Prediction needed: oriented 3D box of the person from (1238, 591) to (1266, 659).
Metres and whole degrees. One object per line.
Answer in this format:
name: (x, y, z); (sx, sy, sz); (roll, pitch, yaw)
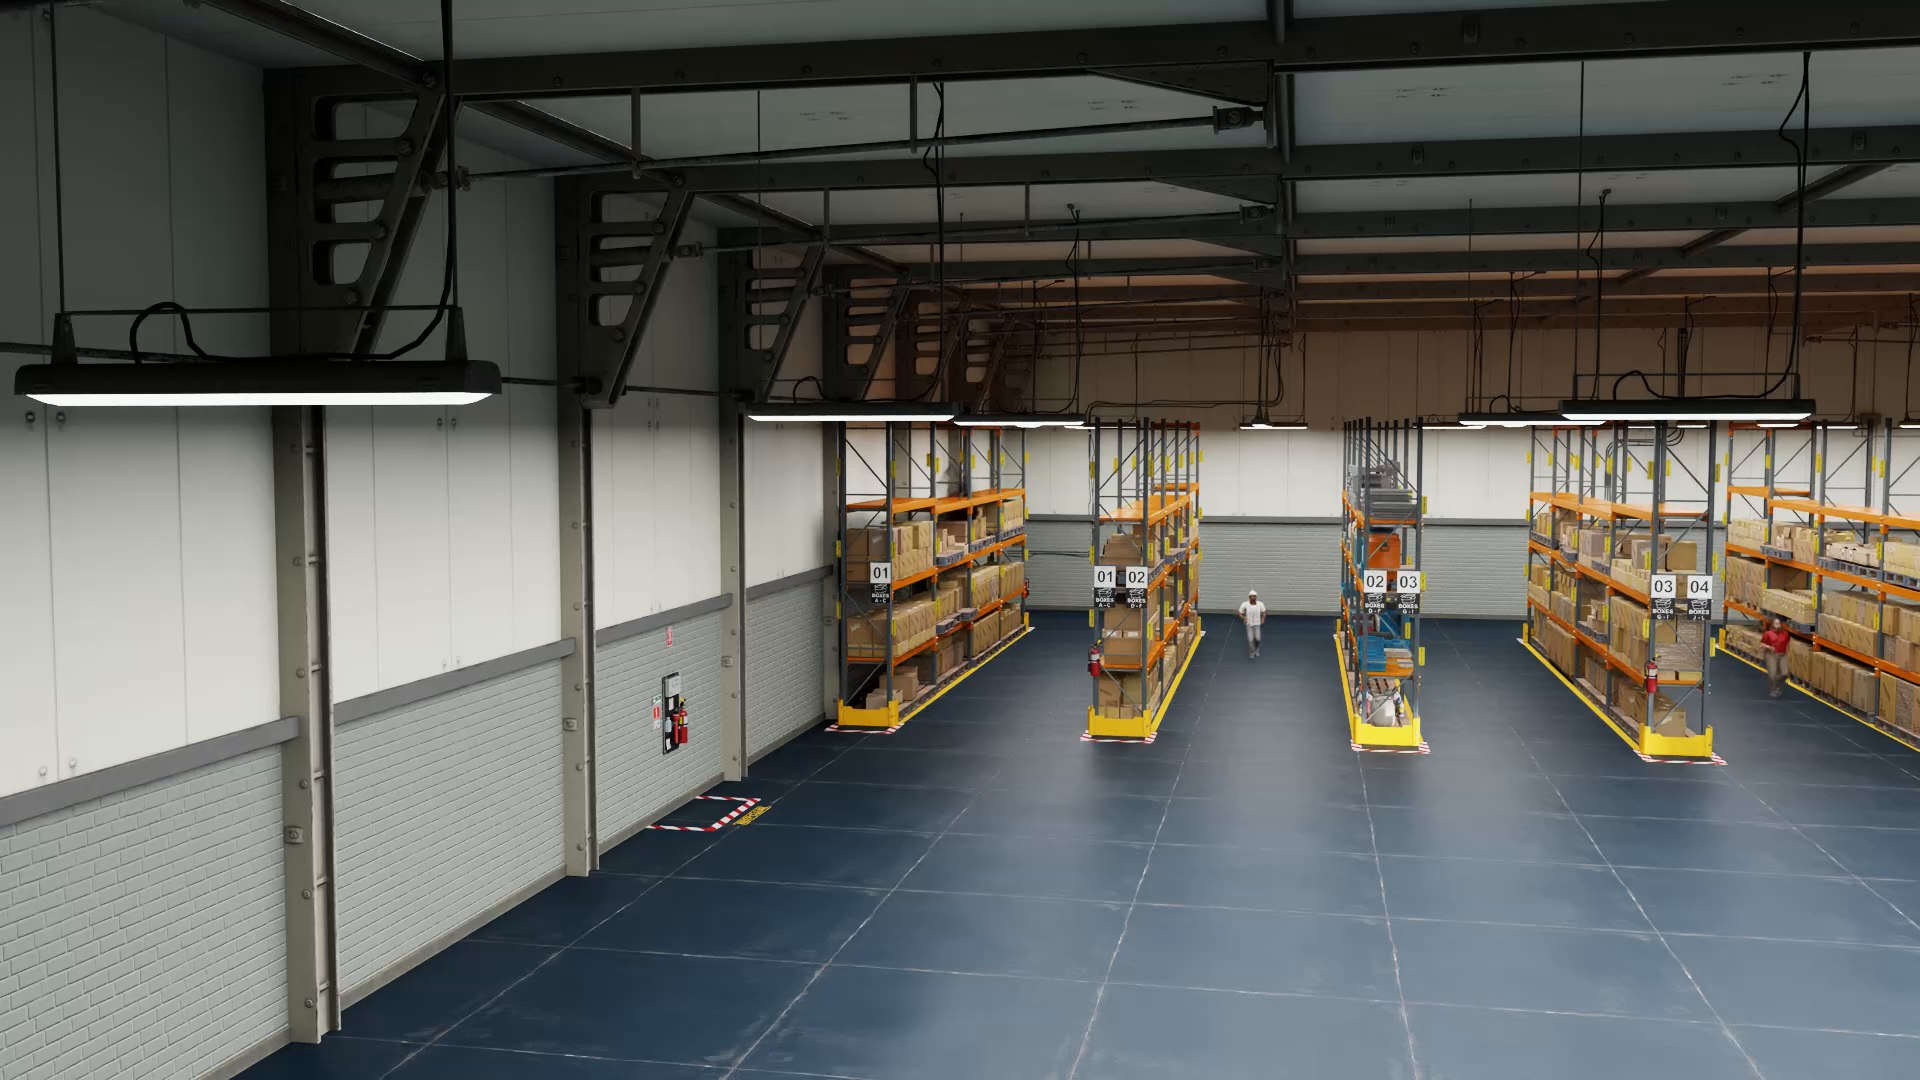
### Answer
person: (7.361, 2.138, 41.861); (0.710, 1.725, 0.567); (0, 4, 4)

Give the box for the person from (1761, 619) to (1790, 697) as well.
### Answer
person: (17.607, 2.551, 35.801); (0.649, 1.696, 0.610); (1, 4, 9)
